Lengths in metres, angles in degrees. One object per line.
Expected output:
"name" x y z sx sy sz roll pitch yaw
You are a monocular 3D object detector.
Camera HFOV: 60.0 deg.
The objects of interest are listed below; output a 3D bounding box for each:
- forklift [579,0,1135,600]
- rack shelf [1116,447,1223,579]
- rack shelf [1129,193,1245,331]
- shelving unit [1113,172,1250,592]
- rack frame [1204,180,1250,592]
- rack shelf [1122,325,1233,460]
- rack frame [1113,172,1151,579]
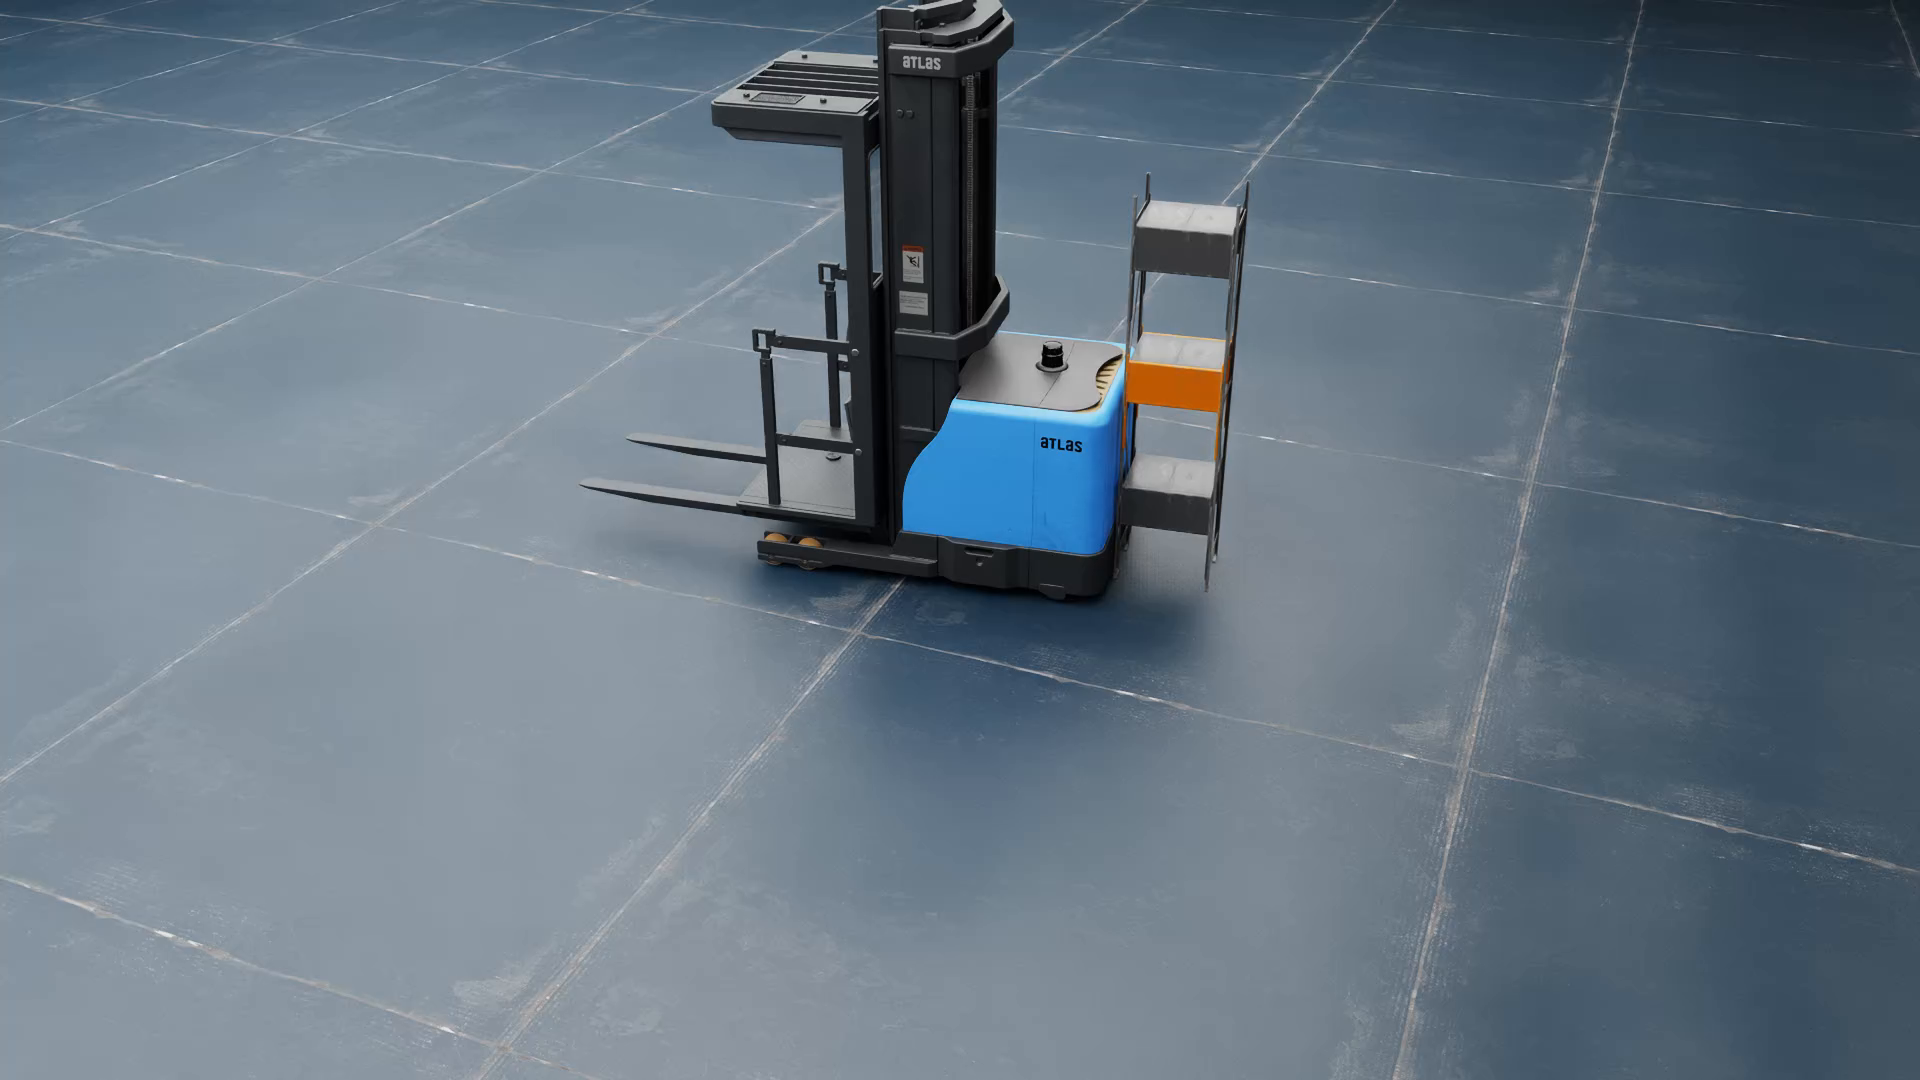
"forklift" -0.600 -1.357 8.673 3.031 2.935 1.130 8 30 13
"rack shelf" 1.114 -0.147 8.827 0.480 0.518 0.431 8 30 13
"rack shelf" 1.114 -1.366 8.138 0.480 0.518 0.431 8 30 13
"shelving unit" 1.114 -0.768 8.476 0.503 2.100 0.431 8 30 13
"rack frame" 1.349 -0.737 8.420 0.015 2.100 0.400 8 30 13
"rack shelf" 1.114 -0.757 8.482 0.480 0.518 0.431 8 30 13
"rack frame" 0.878 -0.800 8.532 0.015 2.100 0.400 8 30 13
